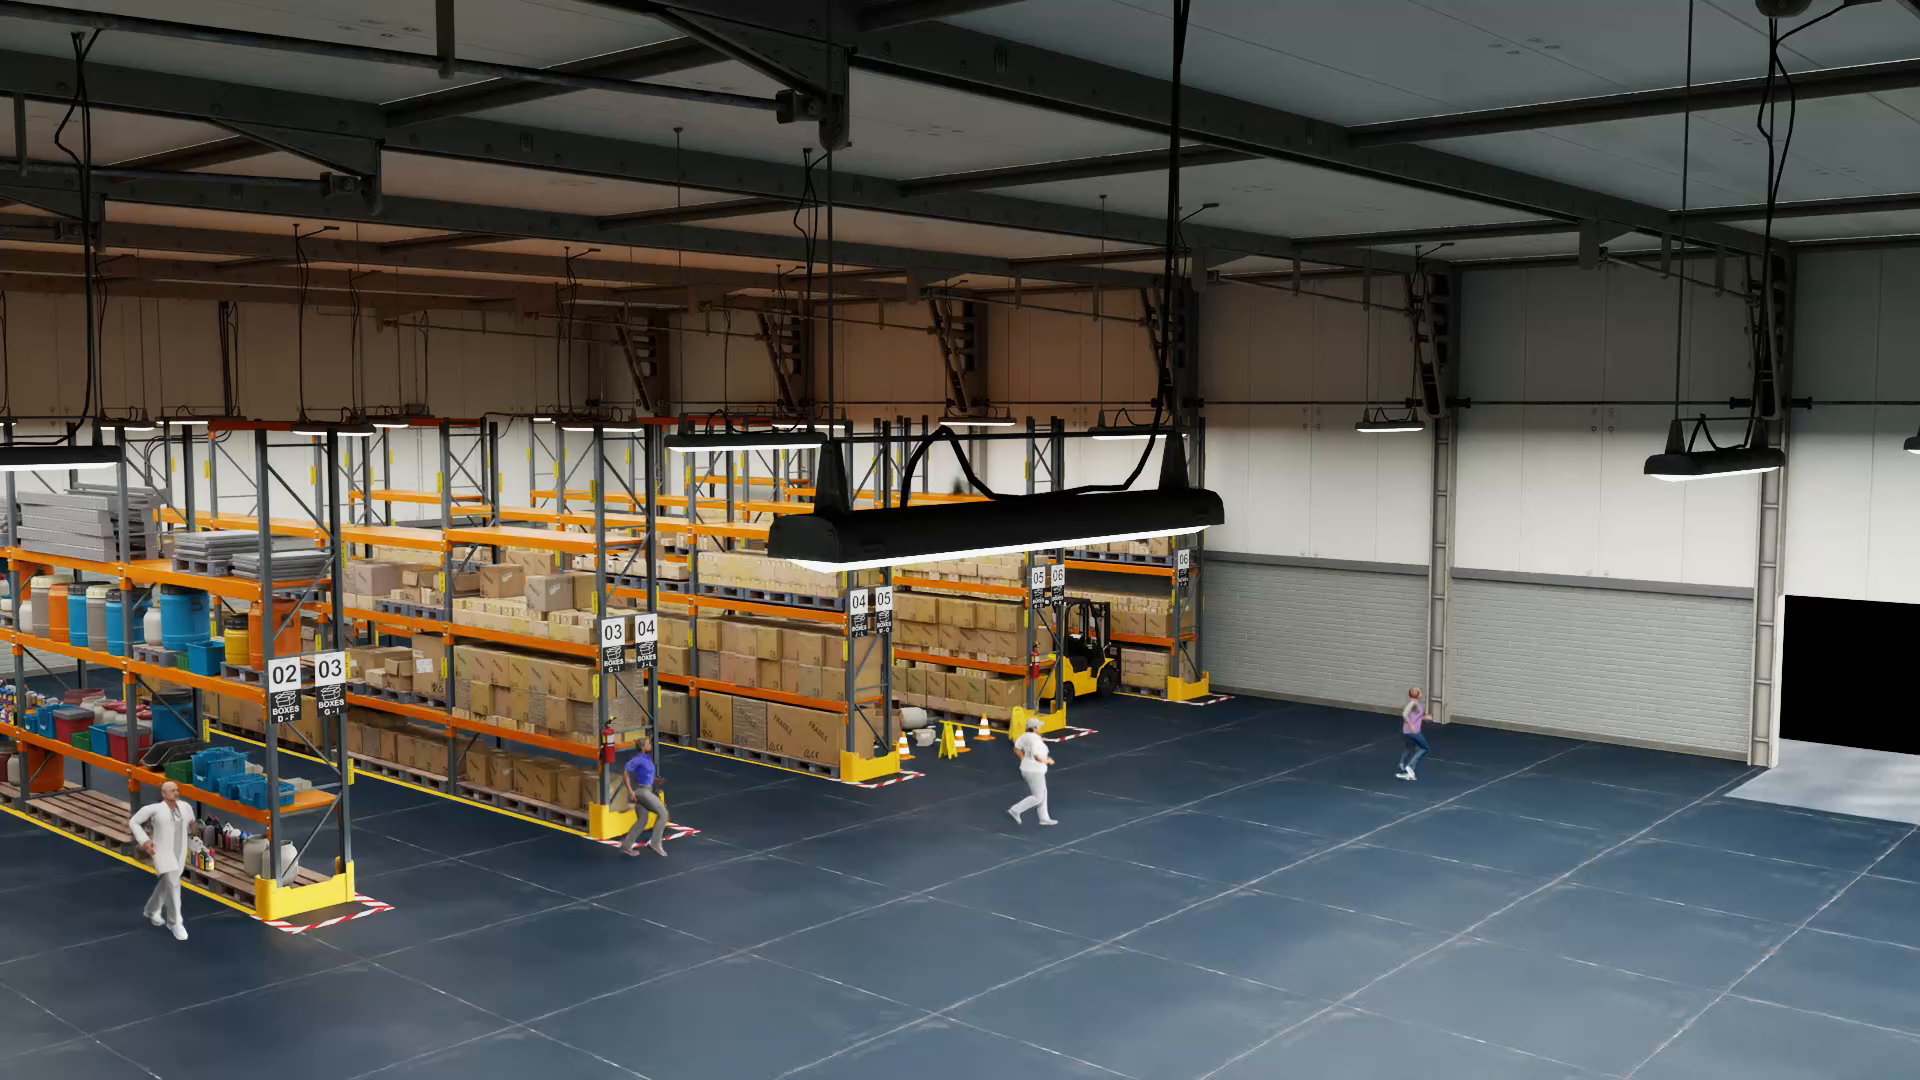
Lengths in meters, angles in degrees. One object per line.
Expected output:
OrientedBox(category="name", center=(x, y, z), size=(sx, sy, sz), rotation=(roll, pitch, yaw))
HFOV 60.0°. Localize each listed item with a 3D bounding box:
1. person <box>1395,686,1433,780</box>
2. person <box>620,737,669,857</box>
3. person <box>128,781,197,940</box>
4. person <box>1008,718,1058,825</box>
OrientedBox(category="person", center=(7.614, 3.225, 27.853), size=(0.631, 1.578, 0.512), rotation=(0, 5, 4))
OrientedBox(category="person", center=(-4.404, 3.569, 23.246), size=(0.674, 1.604, 0.571), rotation=(0, 5, -4))
OrientedBox(category="person", center=(-9.435, 3.776, 19.836), size=(0.917, 1.805, 0.691), rotation=(2, 5, 26))
OrientedBox(category="person", center=(1.075, 3.447, 24.655), size=(0.848, 1.642, 0.618), rotation=(-2, 5, -21))
